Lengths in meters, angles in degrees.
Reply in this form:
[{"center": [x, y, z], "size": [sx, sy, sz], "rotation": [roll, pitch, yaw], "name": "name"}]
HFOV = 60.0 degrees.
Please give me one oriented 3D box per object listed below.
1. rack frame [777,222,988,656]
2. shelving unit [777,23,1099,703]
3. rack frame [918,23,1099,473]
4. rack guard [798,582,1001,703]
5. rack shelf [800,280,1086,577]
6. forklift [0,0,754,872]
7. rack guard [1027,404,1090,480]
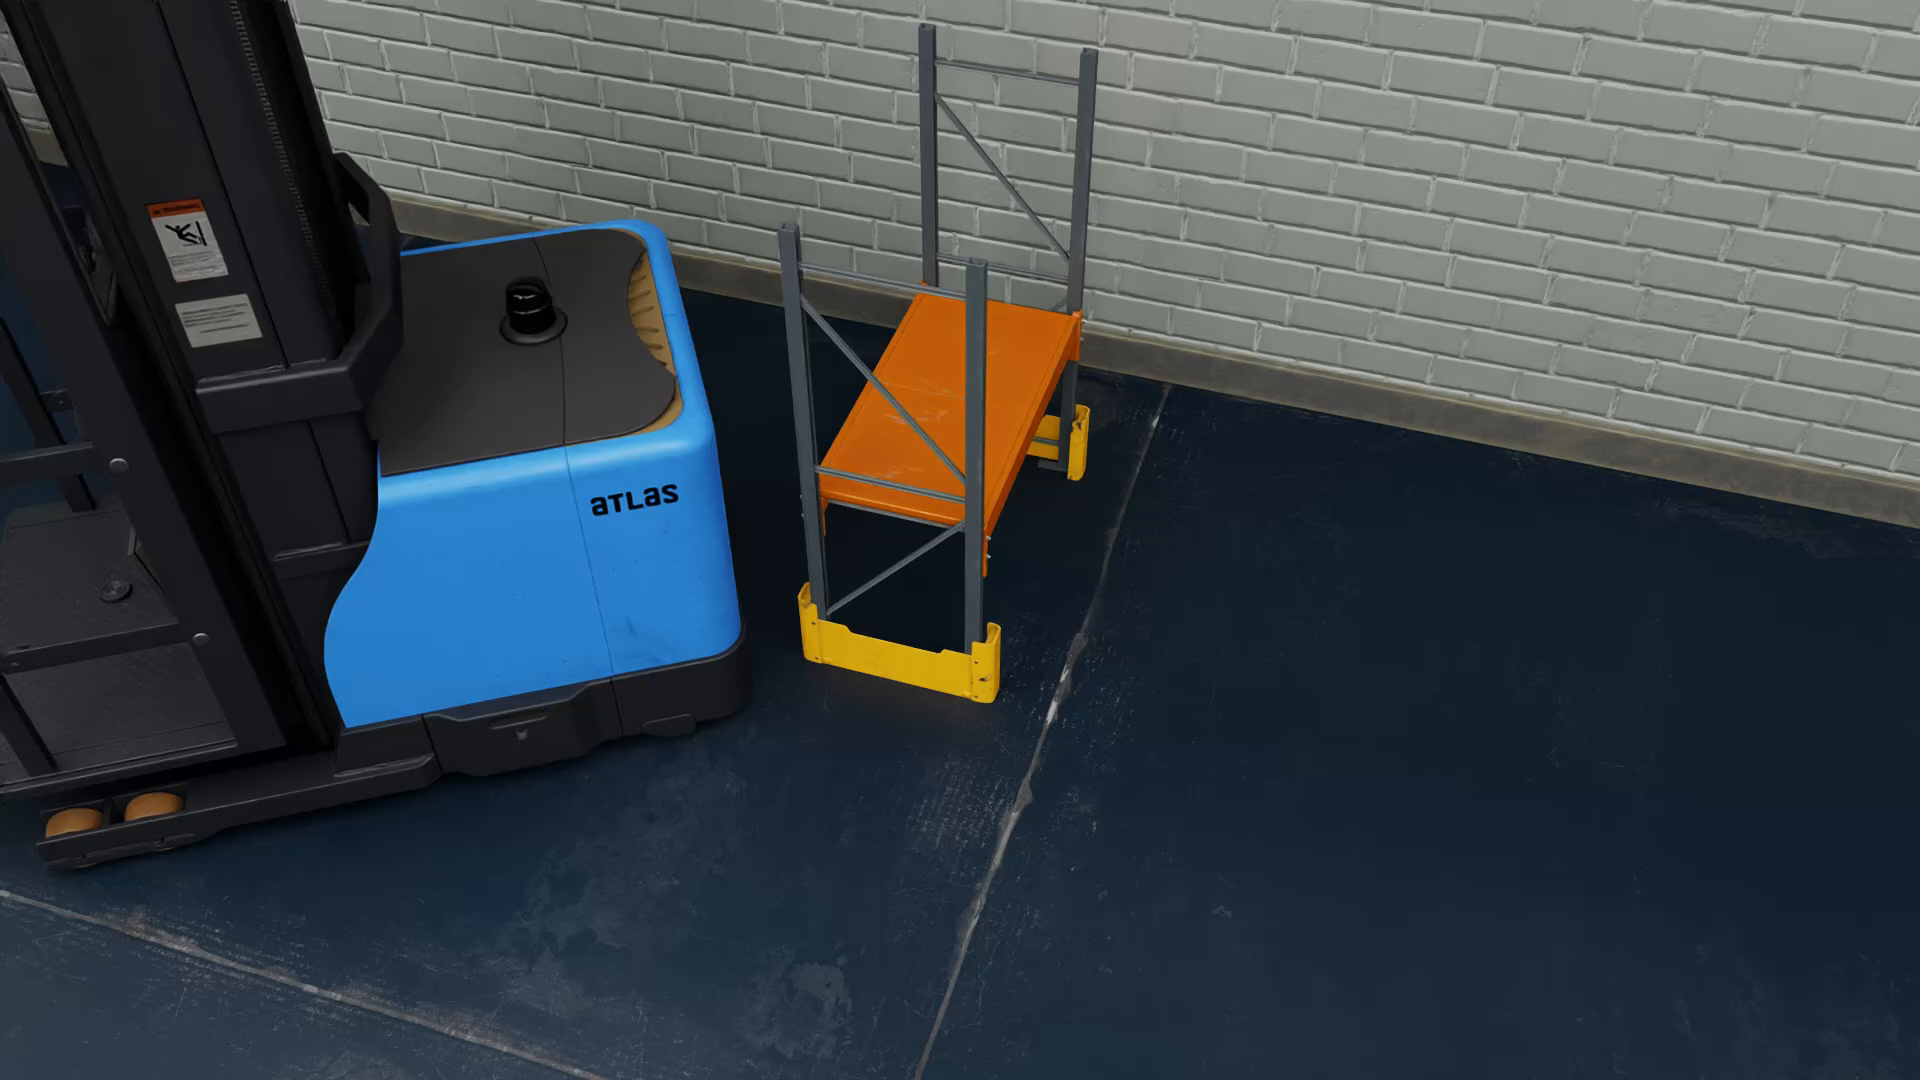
[{"center": [-0.180, -0.140, 4.321], "size": [0.500, 1.500, 0.032], "rotation": [13, 46, 13], "name": "rack frame"}, {"center": [-0.023, -0.485, 4.674], "size": [0.587, 1.500, 1.083], "rotation": [13, 46, 13], "name": "shelving unit"}, {"center": [0.128, -0.818, 5.014], "size": [0.500, 1.500, 0.032], "rotation": [13, 46, 13], "name": "rack frame"}, {"center": [-0.174, 0.293, 4.771], "size": [0.587, 0.250, 0.087], "rotation": [13, 46, 13], "name": "rack guard"}, {"center": [-0.026, -0.351, 4.793], "size": [0.538, 0.185, 1.000], "rotation": [13, 46, 13], "name": "rack shelf"}, {"center": [-2.161, -0.599, 3.767], "size": [3.031, 2.935, 1.130], "rotation": [-11, 45, -11], "name": "forklift"}, {"center": [0.128, -0.370, 5.450], "size": [0.587, 0.250, 0.087], "rotation": [13, 46, 13], "name": "rack guard"}]
